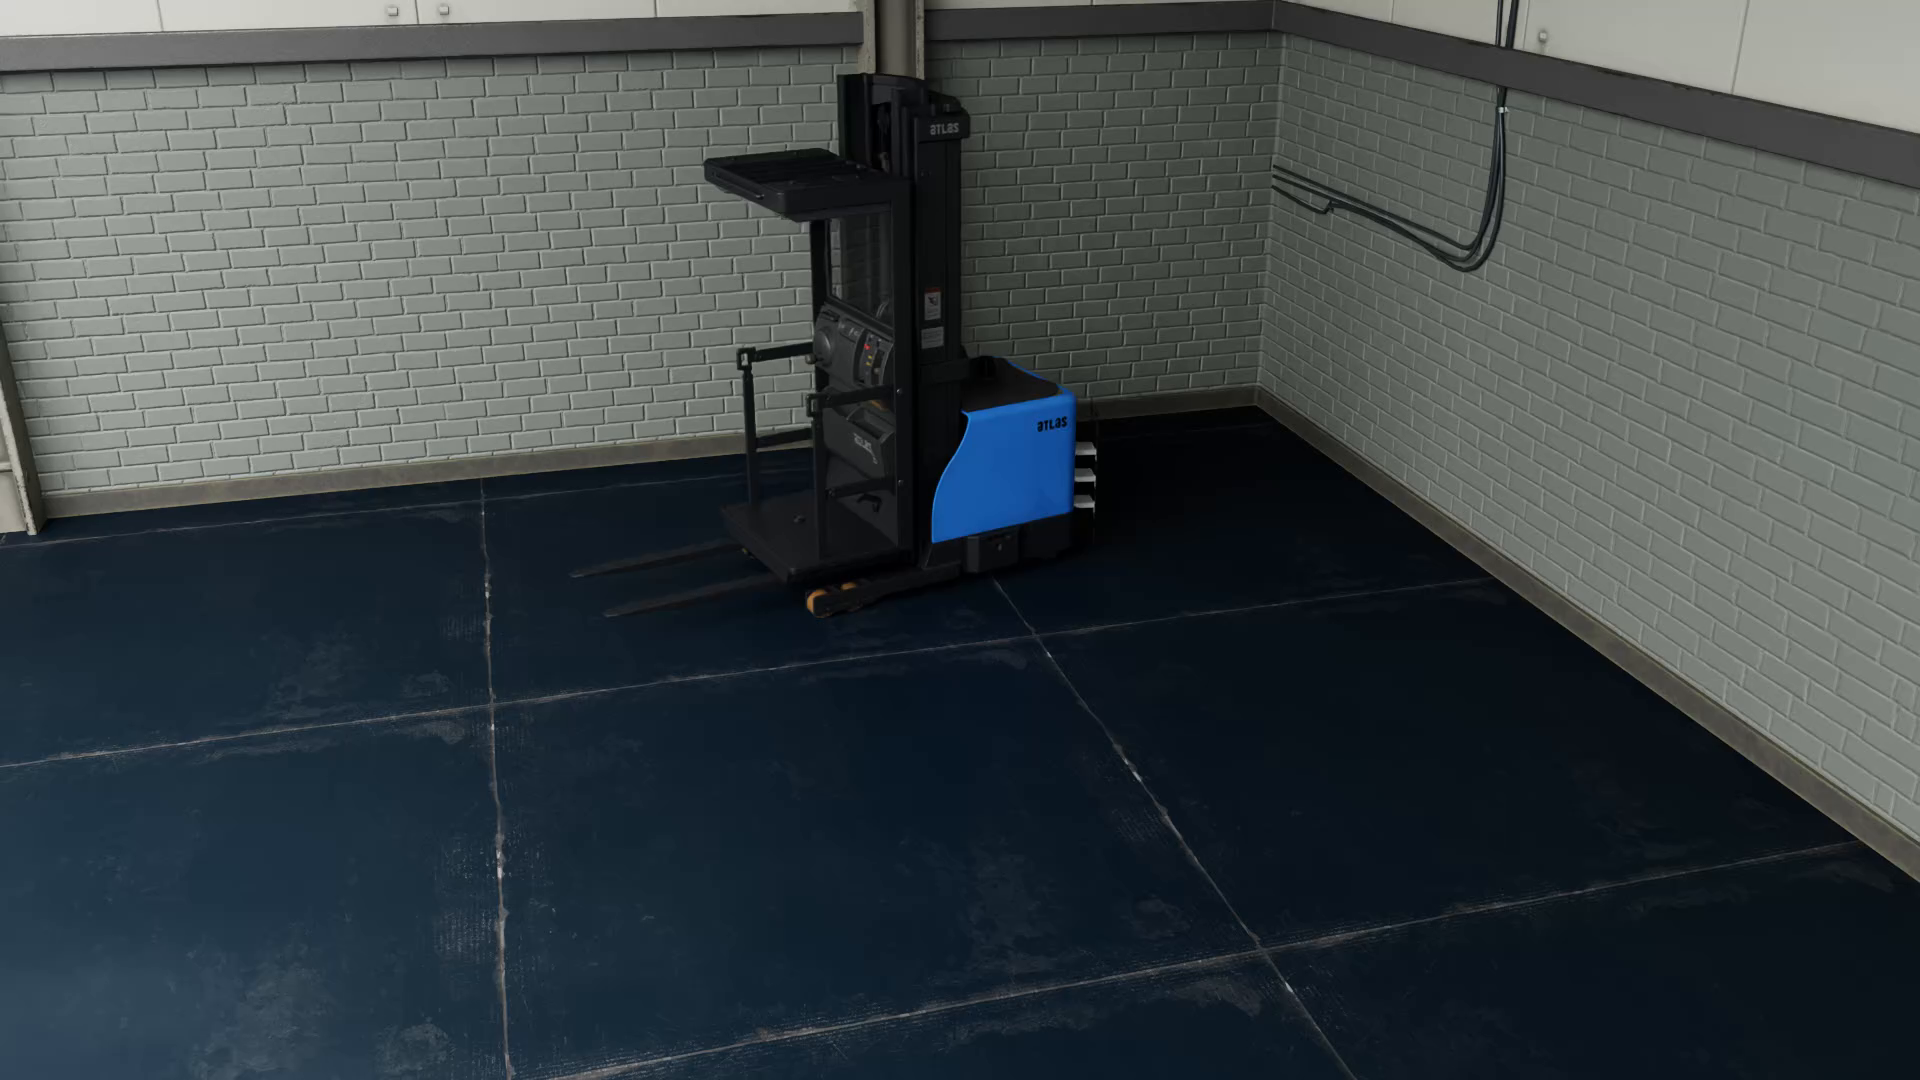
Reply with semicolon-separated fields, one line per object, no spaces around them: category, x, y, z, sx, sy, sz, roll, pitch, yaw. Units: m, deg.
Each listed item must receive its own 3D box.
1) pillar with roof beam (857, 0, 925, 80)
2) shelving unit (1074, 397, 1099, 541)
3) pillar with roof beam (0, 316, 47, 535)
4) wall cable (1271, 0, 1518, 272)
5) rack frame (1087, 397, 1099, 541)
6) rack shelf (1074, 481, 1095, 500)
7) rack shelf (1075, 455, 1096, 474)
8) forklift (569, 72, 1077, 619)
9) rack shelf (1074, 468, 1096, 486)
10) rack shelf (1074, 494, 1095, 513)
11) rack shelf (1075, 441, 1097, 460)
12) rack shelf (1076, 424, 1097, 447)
pillar with roof beam;0.695;-3.215;6.831;0.400;9.000;9.100;-6;24;-14
shelving unit;0.750;-0.448;10.652;0.210;0.900;0.258;-2;23;-5
pillar with roof beam;-5.082;-2.576;5.342;0.400;9.000;9.100;-6;24;-14
wall cable;2.725;-3.234;10.814;0.112;2.526;3.097;-6;24;-14
rack frame;0.851;-0.452;10.662;0.006;0.900;0.240;-2;23;-5
rack shelf;0.750;-0.334;10.701;0.200;0.077;0.258;-2;23;-5
rack shelf;0.750;-0.500;10.630;0.200;0.077;0.258;-2;23;-5
forklift;-0.809;-1.128;9.661;3.031;2.935;1.130;-13;26;-27
rack shelf;0.750;-0.417;10.666;0.200;0.077;0.258;-2;23;-5
rack shelf;0.750;-0.252;10.737;0.200;0.077;0.258;-2;23;-5
rack shelf;0.750;-0.583;10.595;0.200;0.077;0.258;-2;23;-5
rack shelf;0.750;-0.665;10.559;0.200;0.077;0.258;-2;23;-5
